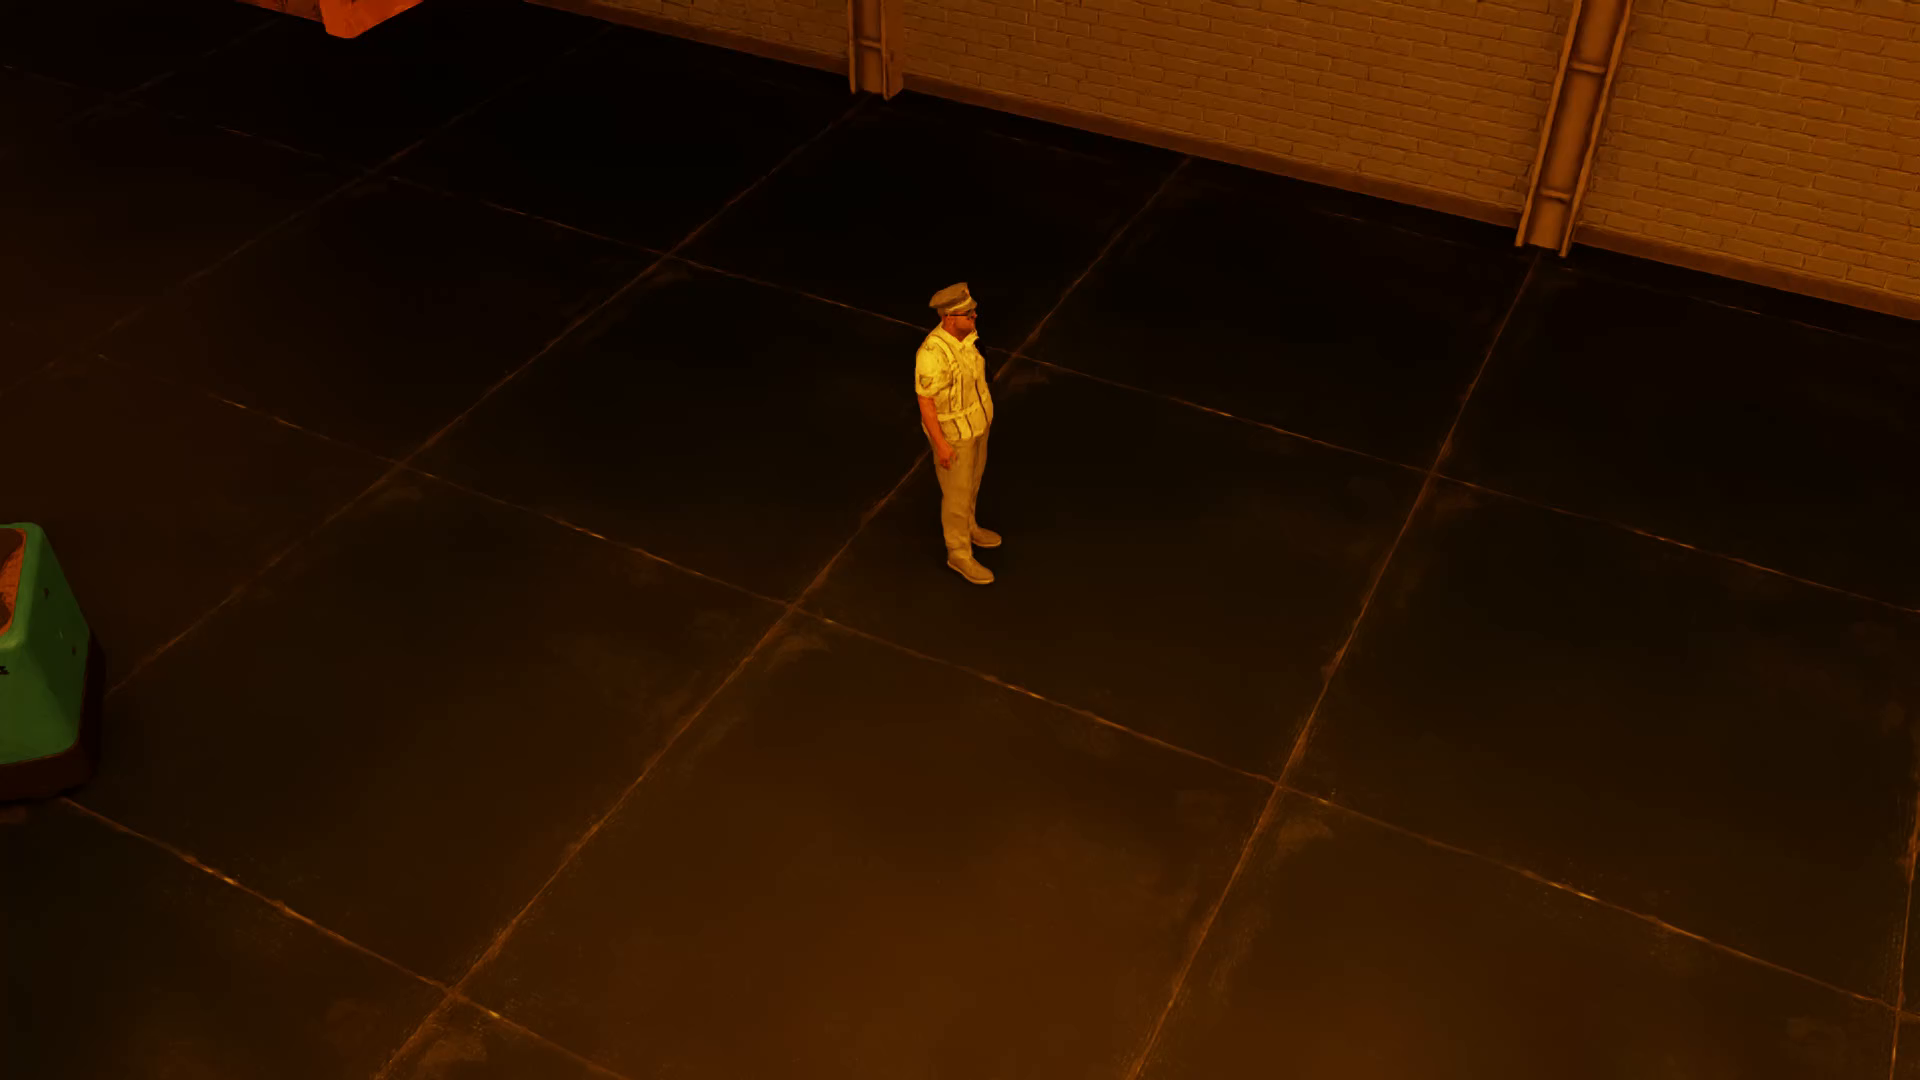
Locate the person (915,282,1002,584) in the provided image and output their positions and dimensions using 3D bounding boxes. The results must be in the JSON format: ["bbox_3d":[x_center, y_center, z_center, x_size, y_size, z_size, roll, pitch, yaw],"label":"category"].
[{"bbox_3d":[0.064,-0.657,9.648,0.574,1.778,0.640,18,43,21],"label":"person"}]

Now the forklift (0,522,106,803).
[{"bbox_3d":[-6.110,0.170,7.785,3.031,2.935,1.130,-12,41,-13],"label":"forklift"}]
